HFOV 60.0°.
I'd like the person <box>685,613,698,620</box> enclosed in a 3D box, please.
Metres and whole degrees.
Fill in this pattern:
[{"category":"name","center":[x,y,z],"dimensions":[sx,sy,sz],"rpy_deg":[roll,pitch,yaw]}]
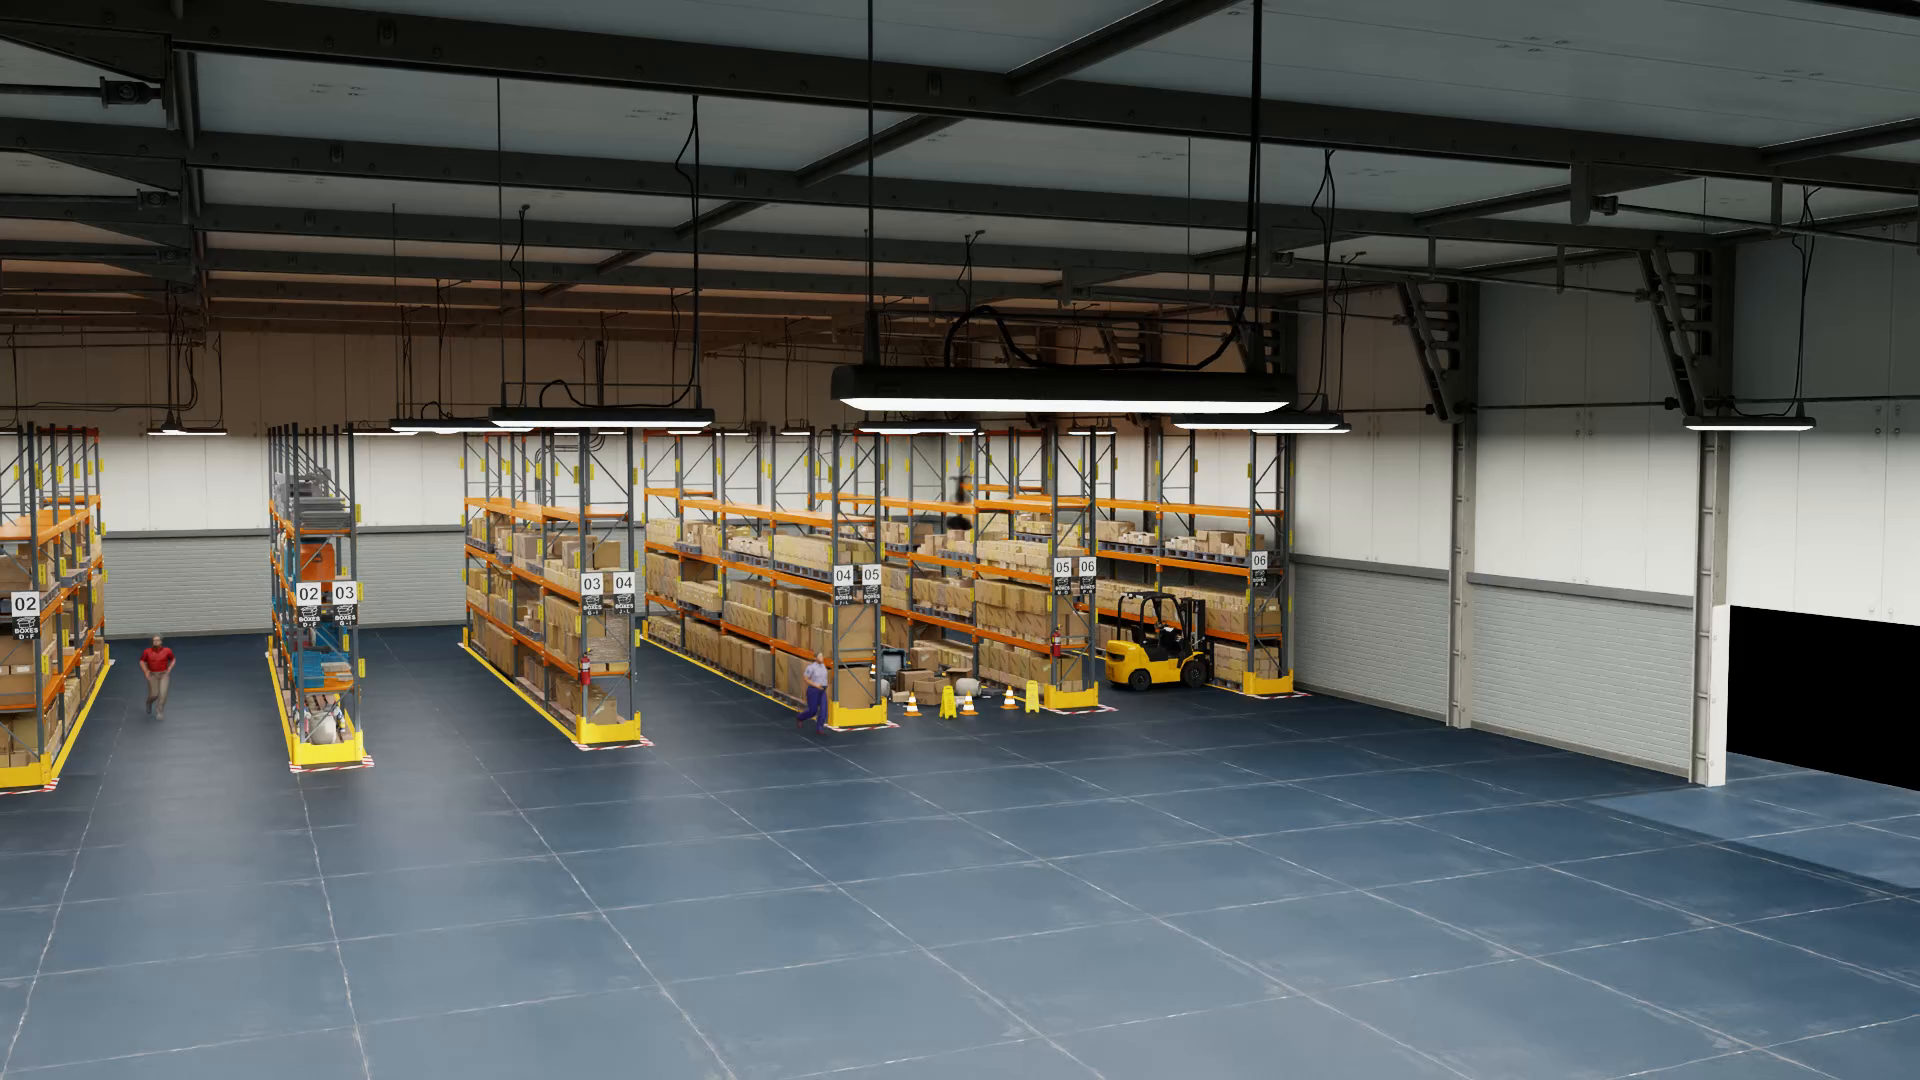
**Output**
[{"category":"person","center":[-8.023,1.847,49.354],"dimensions":[0.639,1.714,0.688],"rpy_deg":[-2,4,-27]}]

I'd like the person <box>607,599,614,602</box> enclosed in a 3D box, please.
[{"category":"person","center":[-10.265,2.027,47.931],"dimensions":[0.610,1.627,0.984],"rpy_deg":[0,3,-4]}]

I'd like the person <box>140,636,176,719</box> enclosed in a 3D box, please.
[{"category":"person","center":[-16.410,2.806,34.056],"dimensions":[0.653,1.700,0.644],"rpy_deg":[-2,4,-31]}]

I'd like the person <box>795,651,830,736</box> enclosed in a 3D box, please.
[{"category":"person","center":[-2.783,2.958,32.231],"dimensions":[0.754,1.617,0.646],"rpy_deg":[3,4,39]}]
